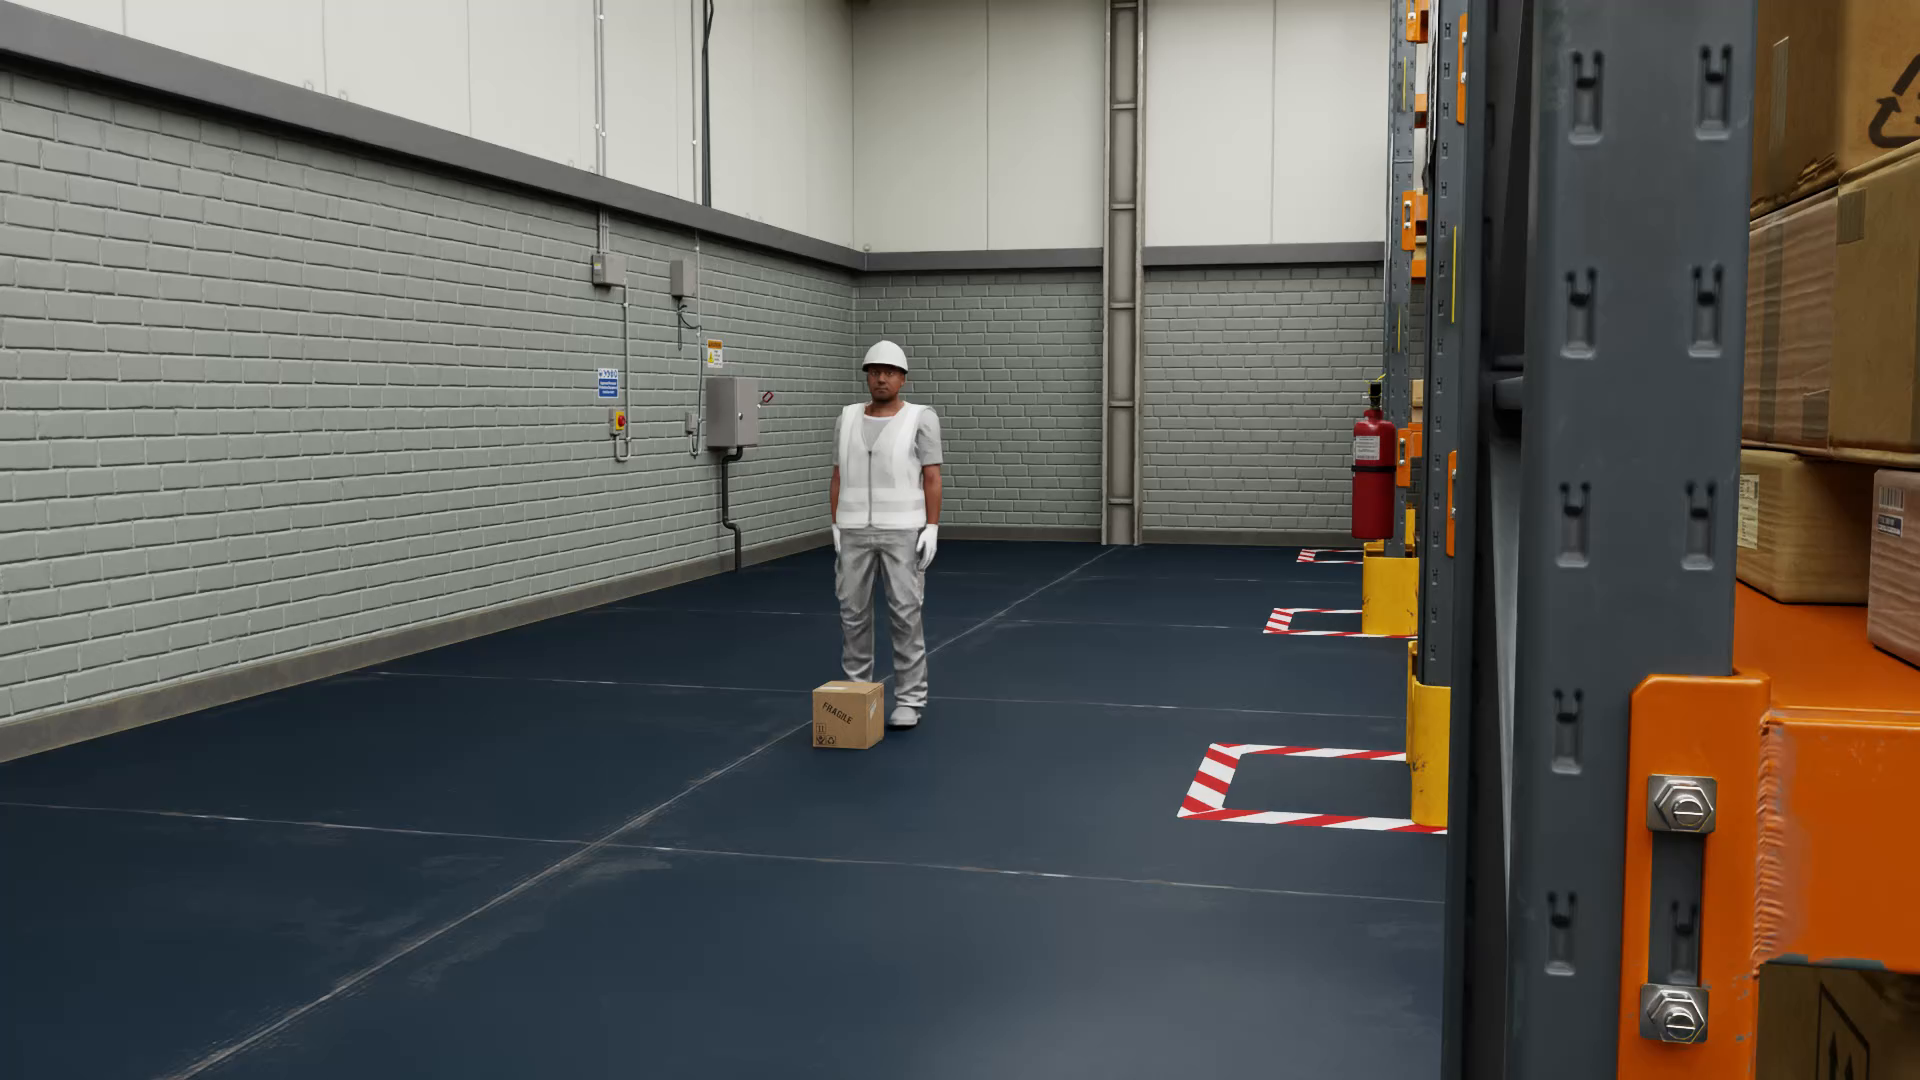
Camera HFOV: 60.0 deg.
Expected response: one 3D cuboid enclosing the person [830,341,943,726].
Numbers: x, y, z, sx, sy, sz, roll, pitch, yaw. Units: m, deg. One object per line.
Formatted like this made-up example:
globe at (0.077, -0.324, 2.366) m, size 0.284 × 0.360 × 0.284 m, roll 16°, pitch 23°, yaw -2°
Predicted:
person at (-0.352, -0.021, 7.731) m, size 0.545 × 1.801 × 0.361 m, roll 1°, pitch 5°, yaw 15°
